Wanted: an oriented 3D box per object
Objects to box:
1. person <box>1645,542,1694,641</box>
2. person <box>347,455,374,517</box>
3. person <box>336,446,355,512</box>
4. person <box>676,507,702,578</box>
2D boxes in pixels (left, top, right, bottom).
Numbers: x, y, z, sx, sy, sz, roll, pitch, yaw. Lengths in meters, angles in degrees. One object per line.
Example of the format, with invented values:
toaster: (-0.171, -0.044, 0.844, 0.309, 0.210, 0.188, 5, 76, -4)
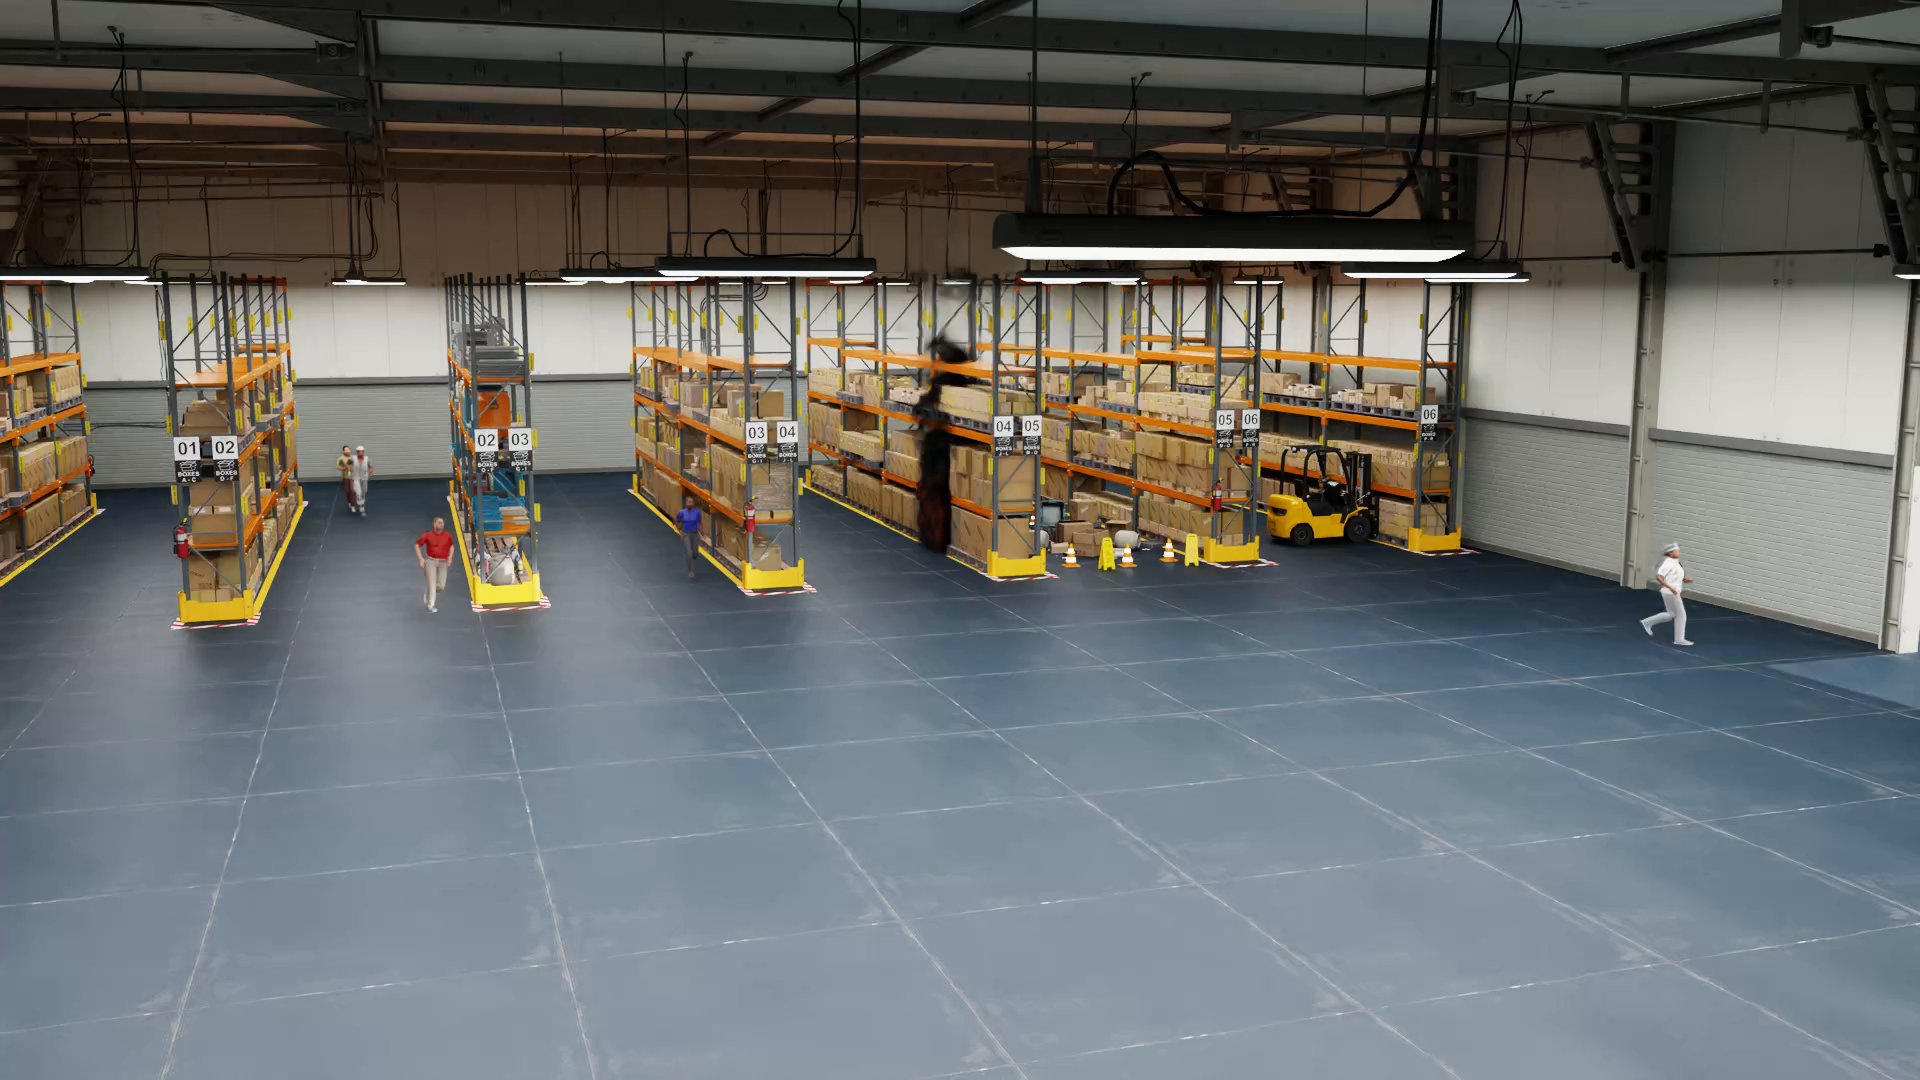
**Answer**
person: (11.466, 0.821, 26.896, 0.710, 1.606, 0.588, 5, 10, 31)
person: (-15.160, -1.393, 42.105, 0.629, 1.531, 1.040, -4, 10, -25)
person: (-15.817, -1.605, 42.990, 0.576, 1.678, 0.942, -3, 9, -18)
person: (-5.433, 0.023, 33.357, 0.527, 1.411, 0.660, -3, 9, -21)
